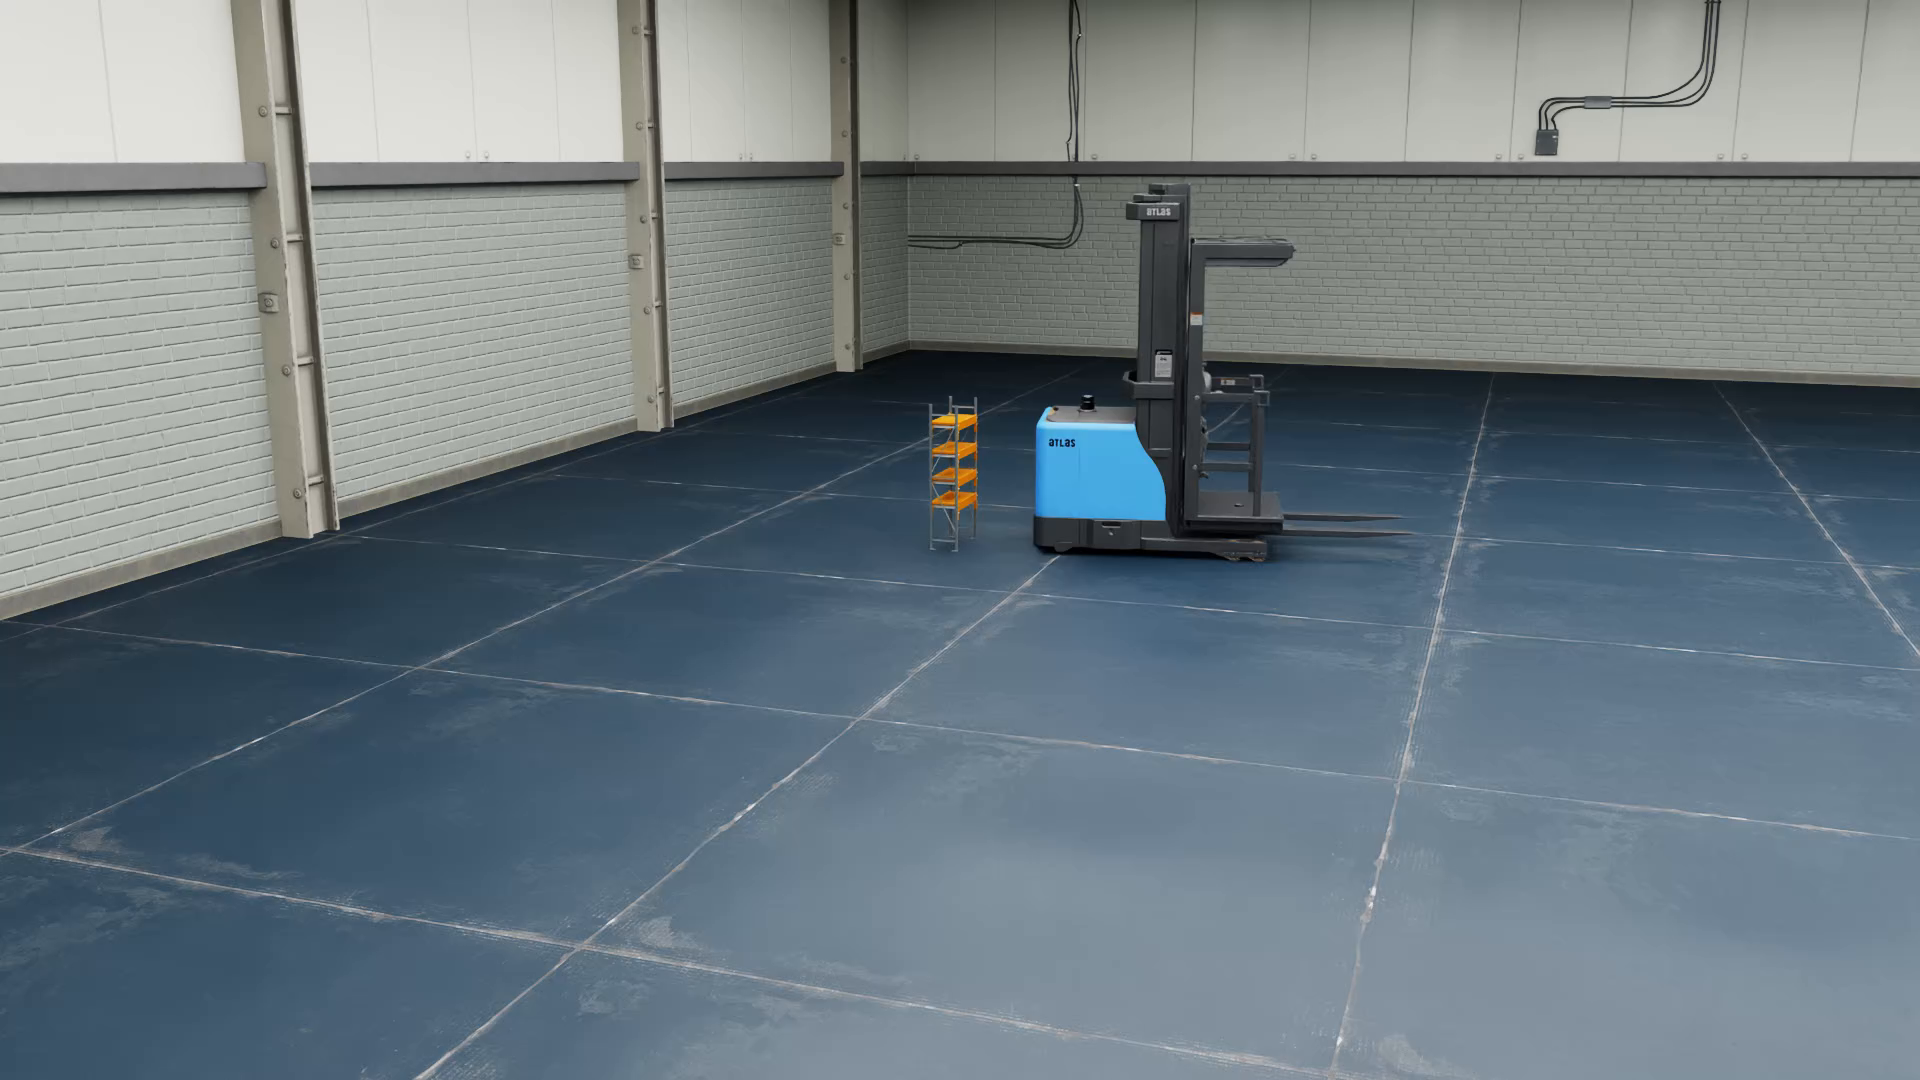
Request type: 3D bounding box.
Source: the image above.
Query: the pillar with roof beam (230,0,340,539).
[{"bbox_3d":[-1.504,-4.142,11.912,9.100,9.000,0.400,4,14,18],"label":"pillar with roof beam"}]

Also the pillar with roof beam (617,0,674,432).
[{"bbox_3d":[0.437,-5.405,17.447,9.100,9.000,0.400,4,14,18],"label":"pillar with roof beam"}]

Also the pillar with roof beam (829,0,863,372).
[{"bbox_3d":[2.379,-6.669,22.982,9.100,9.000,0.400,4,14,18],"label":"pillar with roof beam"}]

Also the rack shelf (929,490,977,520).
[{"bbox_3d":[-0.054,-0.291,13.761,0.258,0.148,0.480,4,14,18],"label":"rack shelf"}]

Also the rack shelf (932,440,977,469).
[{"bbox_3d":[-0.054,-0.703,13.667,0.258,0.148,0.480,4,14,18],"label":"rack shelf"}]

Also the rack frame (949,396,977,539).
[{"bbox_3d":[0.025,-0.601,13.927,0.240,1.200,0.015,4,14,18],"label":"rack frame"}]

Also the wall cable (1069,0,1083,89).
[{"bbox_3d":[3.070,-8.257,25.571,3.097,2.526,0.112,4,14,18],"label":"wall cable"}]

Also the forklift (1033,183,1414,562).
[{"bbox_3d":[2.154,-1.383,13.459,3.031,2.935,1.130,2,13,7],"label":"forklift"}]

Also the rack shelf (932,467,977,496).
[{"bbox_3d":[-0.054,-0.485,13.717,0.258,0.148,0.480,4,14,18],"label":"rack shelf"}]

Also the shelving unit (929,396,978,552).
[{"bbox_3d":[-0.054,-0.550,13.702,0.258,1.200,0.503,4,14,18],"label":"shelving unit"}]

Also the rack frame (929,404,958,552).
[{"bbox_3d":[-0.132,-0.499,13.477,0.240,1.200,0.015,4,14,18],"label":"rack frame"}]

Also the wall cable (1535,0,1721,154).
[{"bbox_3d":[9.487,-8.475,23.253,2.305,6.003,0.169,4,14,18],"label":"wall cable"}]

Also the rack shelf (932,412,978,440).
[{"bbox_3d":[-0.054,-0.933,13.614,0.258,0.148,0.480,4,14,18],"label":"rack shelf"}]

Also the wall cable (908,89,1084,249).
[{"bbox_3d":[0.510,-5.990,26.986,3.097,2.526,0.112,4,14,18],"label":"wall cable"}]
